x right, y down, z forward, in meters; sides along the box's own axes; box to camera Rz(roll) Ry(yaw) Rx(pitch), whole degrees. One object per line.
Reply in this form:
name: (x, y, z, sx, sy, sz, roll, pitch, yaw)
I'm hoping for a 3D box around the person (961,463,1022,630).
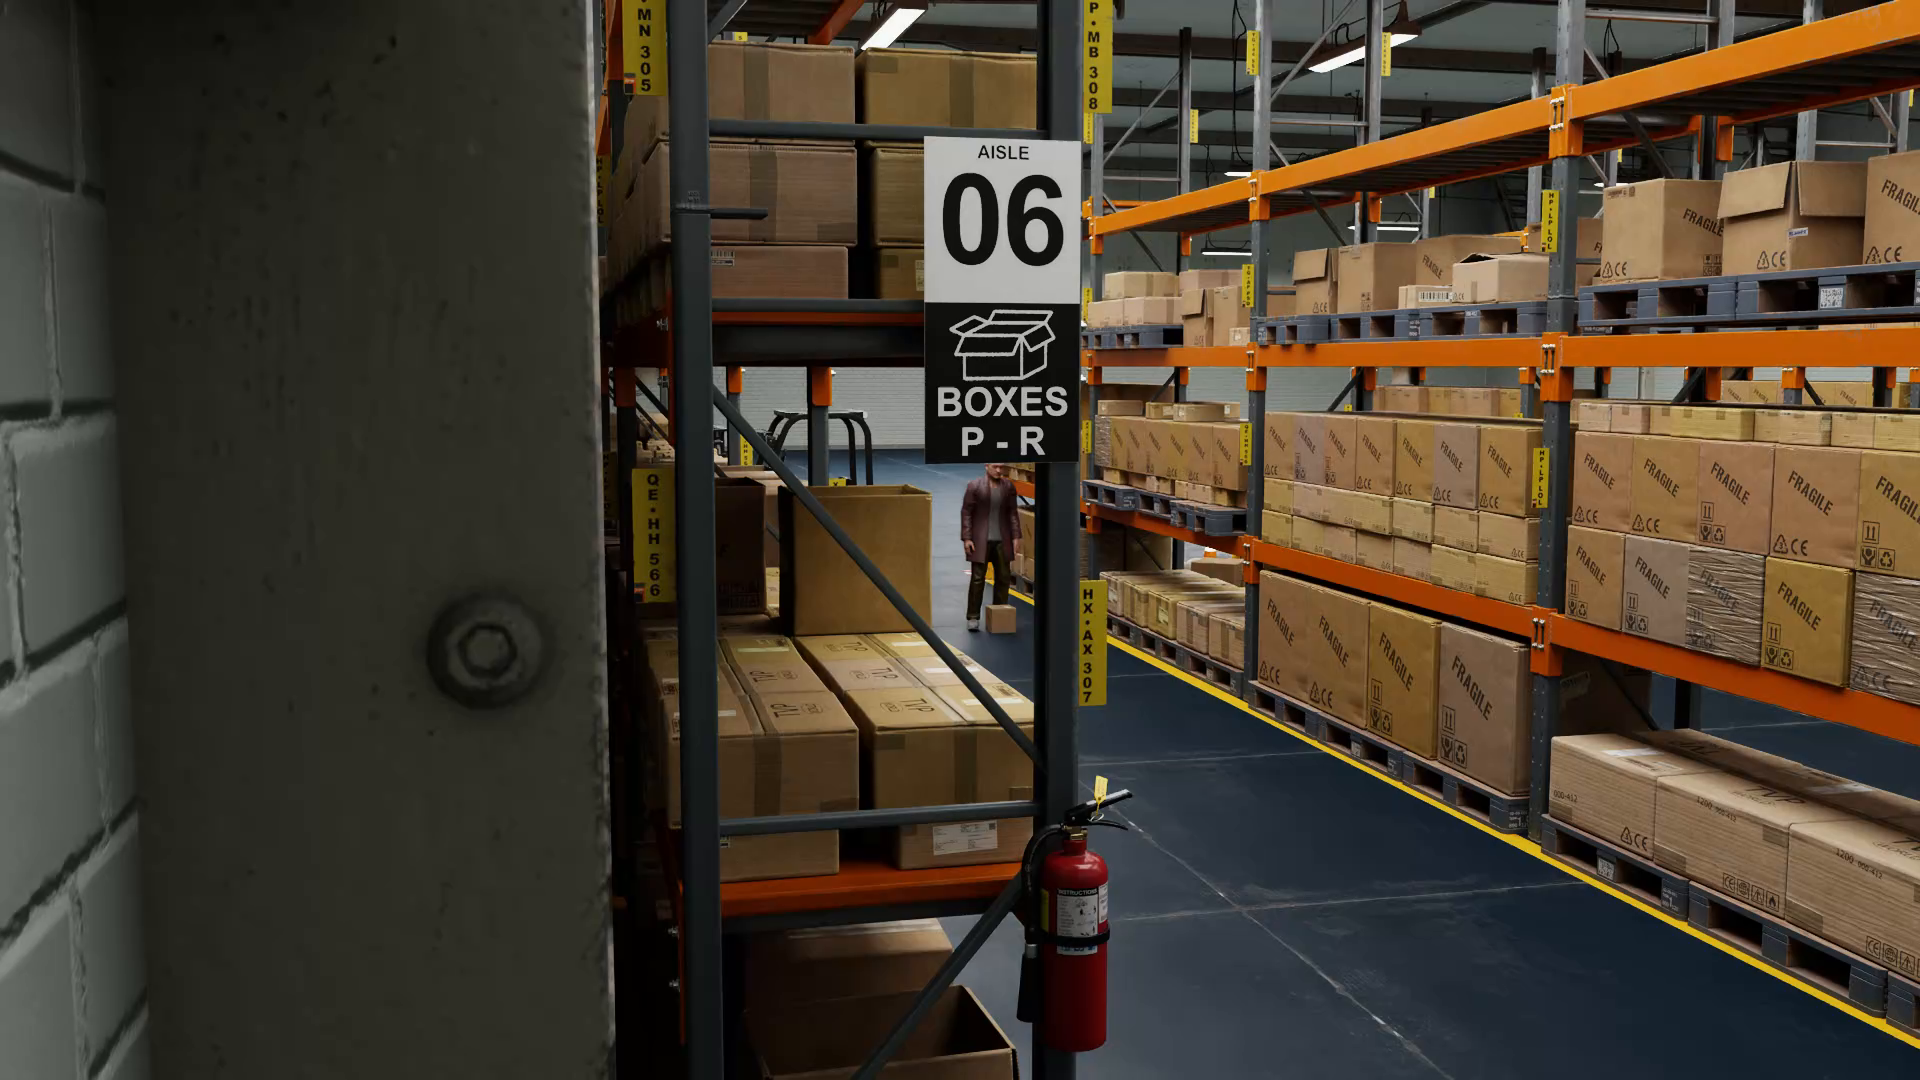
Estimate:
person: (0.317, 0.009, 16.797, 0.654, 1.774, 0.419, -2, 6, -18)
